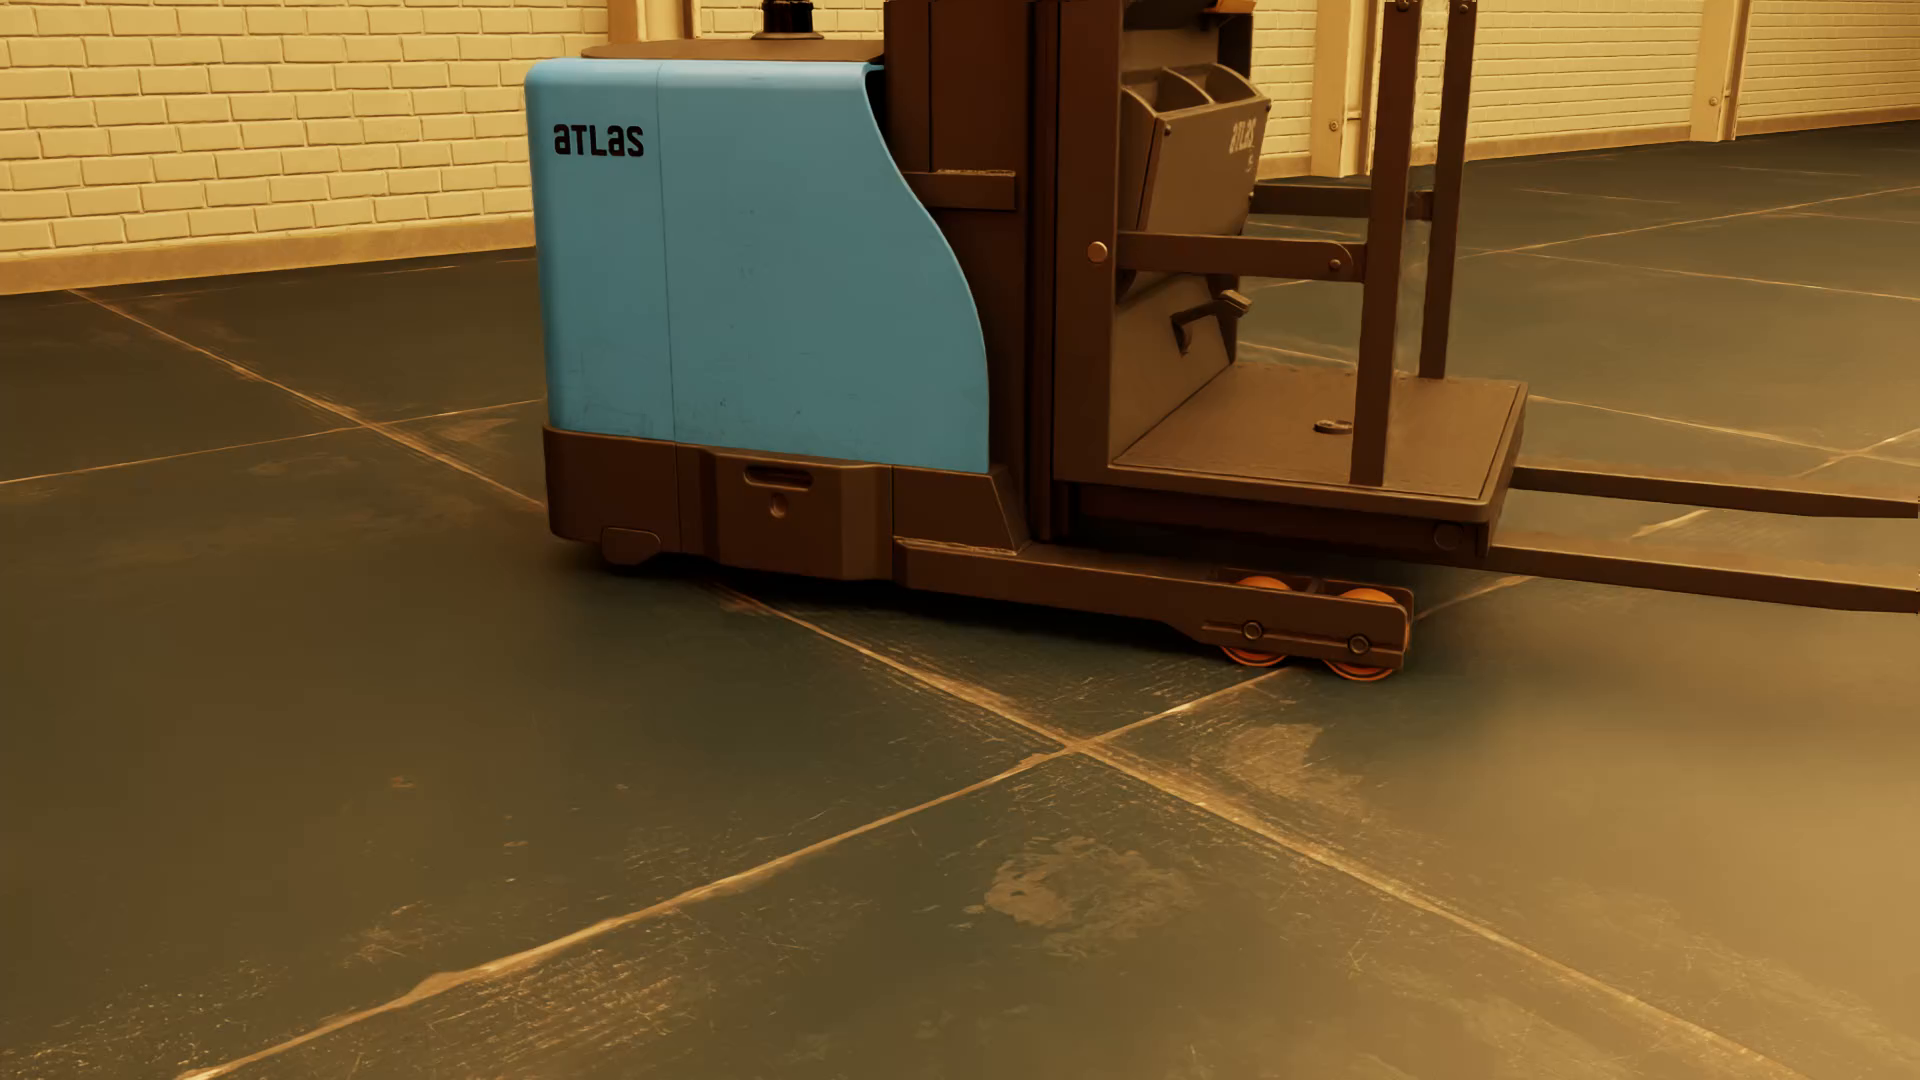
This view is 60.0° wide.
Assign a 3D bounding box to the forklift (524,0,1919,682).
[{"bbox_3d":[0.660,-1.321,3.161,3.031,2.935,1.130,7,19,21],"label":"forklift"}]
